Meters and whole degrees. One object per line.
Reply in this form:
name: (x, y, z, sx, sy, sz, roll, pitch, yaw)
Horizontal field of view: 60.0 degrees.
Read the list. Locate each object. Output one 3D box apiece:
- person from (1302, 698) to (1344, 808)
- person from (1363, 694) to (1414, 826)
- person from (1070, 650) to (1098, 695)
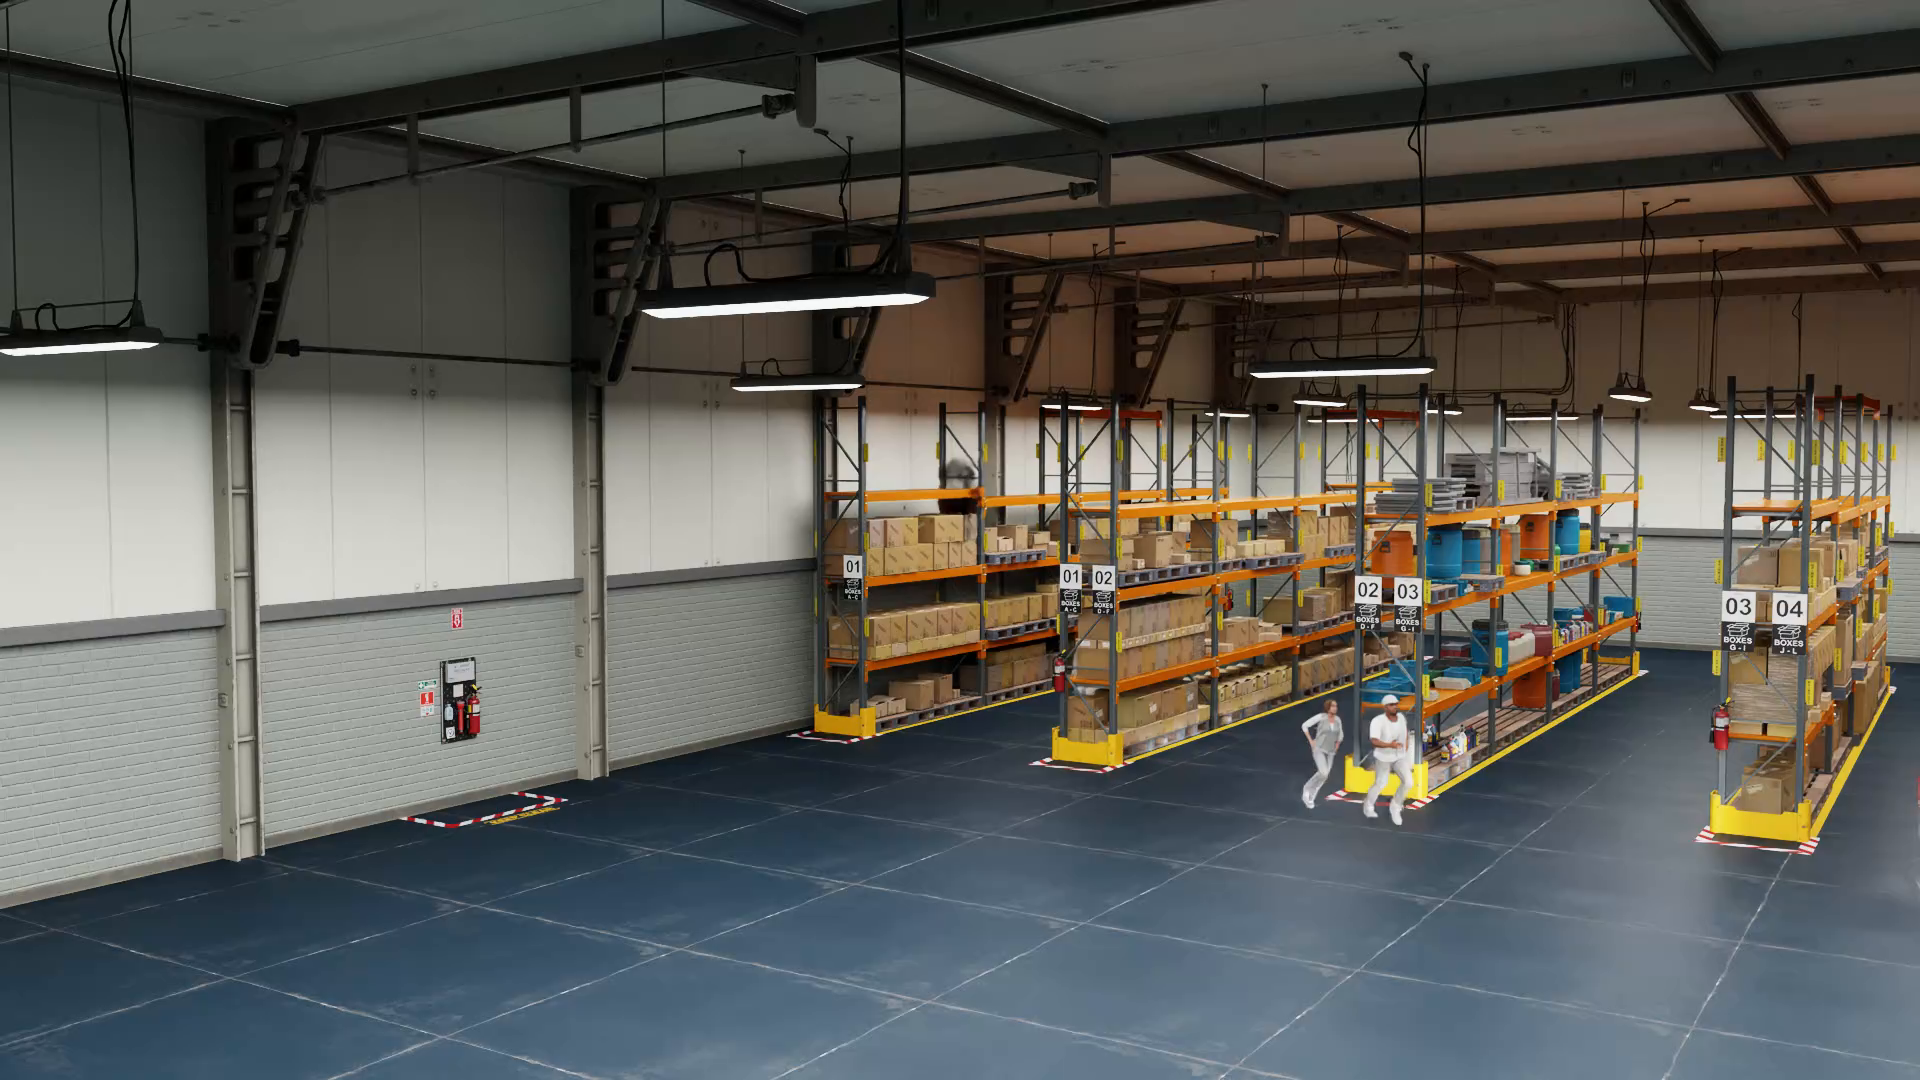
person: (5.142, 3.003, 23.408, 0.569, 1.544, 0.516, -1, 3, -21)
person: (5.801, 2.946, 22.358, 0.717, 1.767, 0.862, -1, 3, -18)
person: (2.314, 2.609, 30.071, 0.709, 1.652, 0.640, 2, 3, 28)
